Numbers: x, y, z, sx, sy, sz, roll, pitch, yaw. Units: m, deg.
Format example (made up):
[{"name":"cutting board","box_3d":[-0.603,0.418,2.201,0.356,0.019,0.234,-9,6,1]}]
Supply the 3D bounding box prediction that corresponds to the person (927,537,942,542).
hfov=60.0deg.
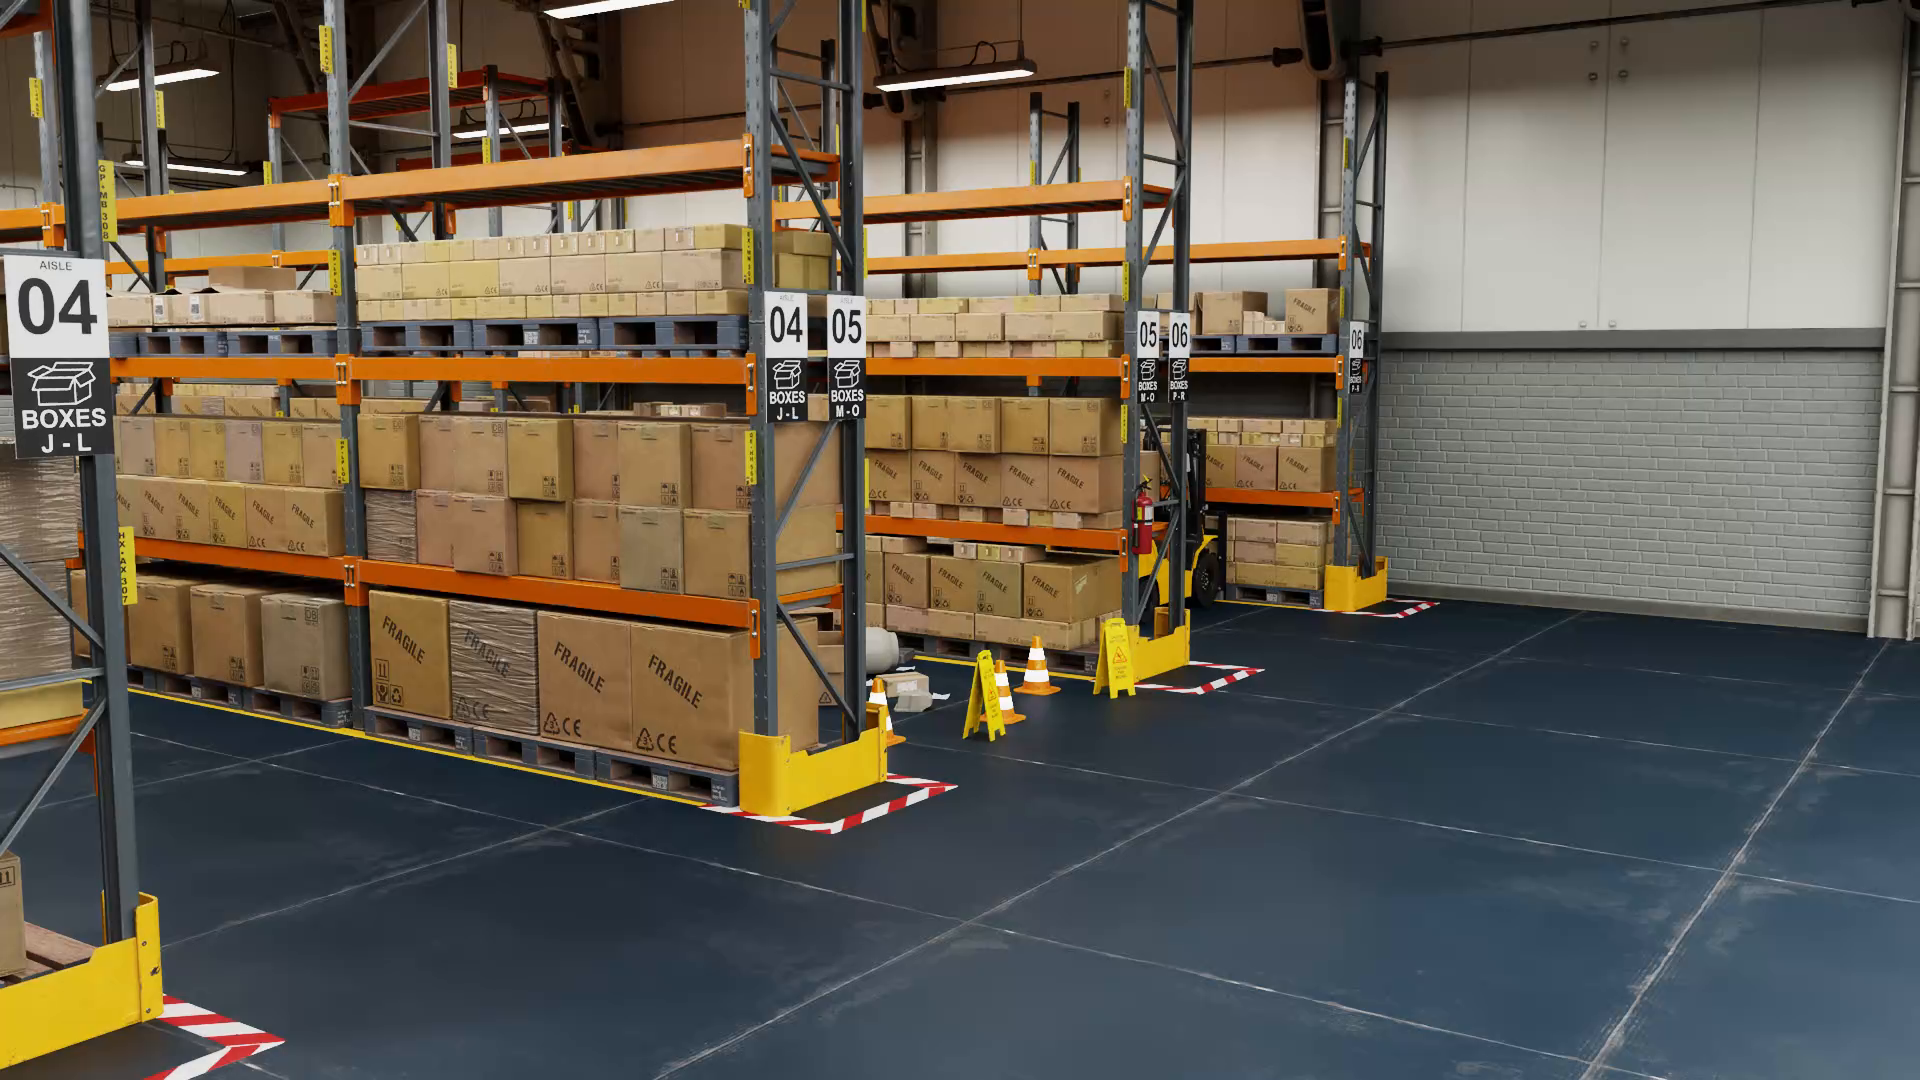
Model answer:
[{"name":"person","box_3d":[-0.408,-0.051,18.045,0.474,1.771,0.572,3,7,28]}]
